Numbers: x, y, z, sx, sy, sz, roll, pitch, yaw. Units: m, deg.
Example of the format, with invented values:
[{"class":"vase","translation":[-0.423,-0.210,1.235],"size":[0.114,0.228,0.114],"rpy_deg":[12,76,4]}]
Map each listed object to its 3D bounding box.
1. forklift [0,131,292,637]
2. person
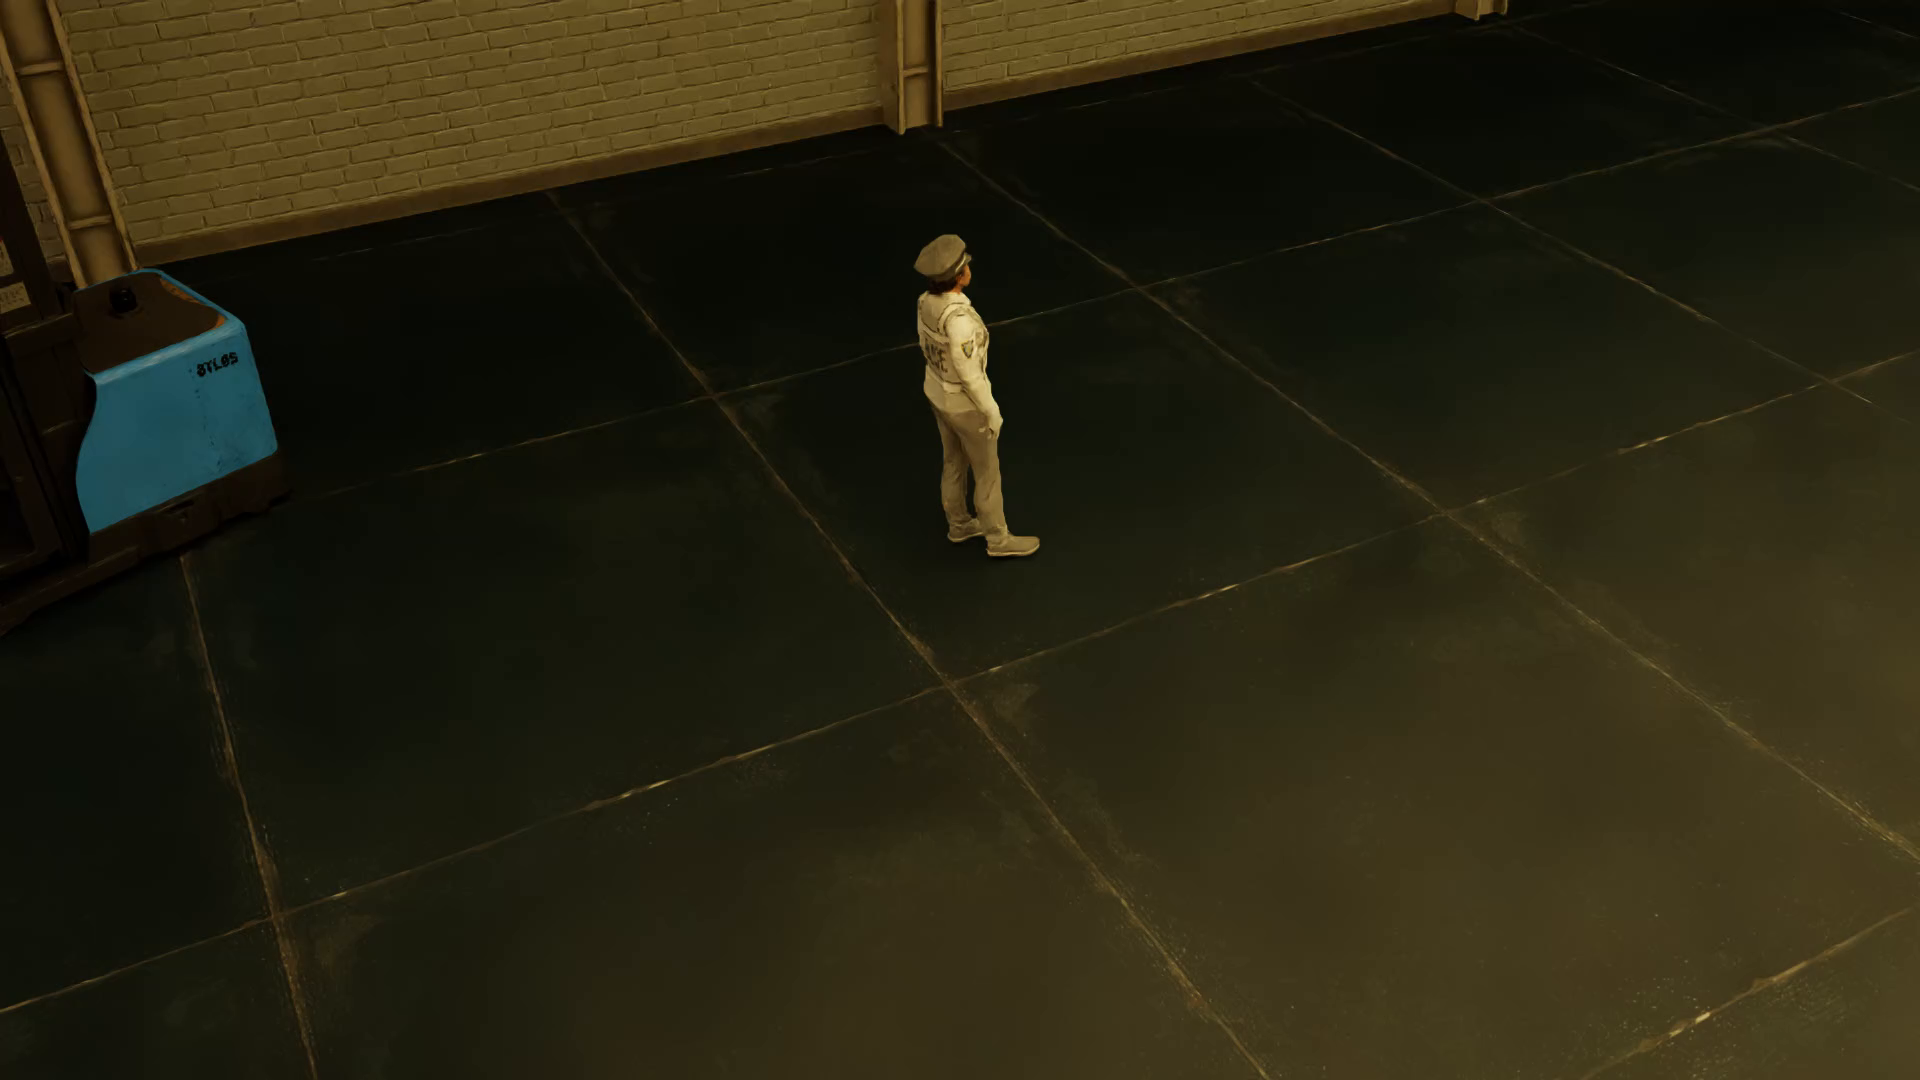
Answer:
[{"class":"forklift","translation":[-4.952,-0.975,7.502],"size":[1.130,2.935,3.031],"rpy_deg":[27,44,33]},{"class":"person","translation":[0.063,-0.713,8.190],"size":[0.532,1.695,0.586],"rpy_deg":[-17,39,-23]}]
